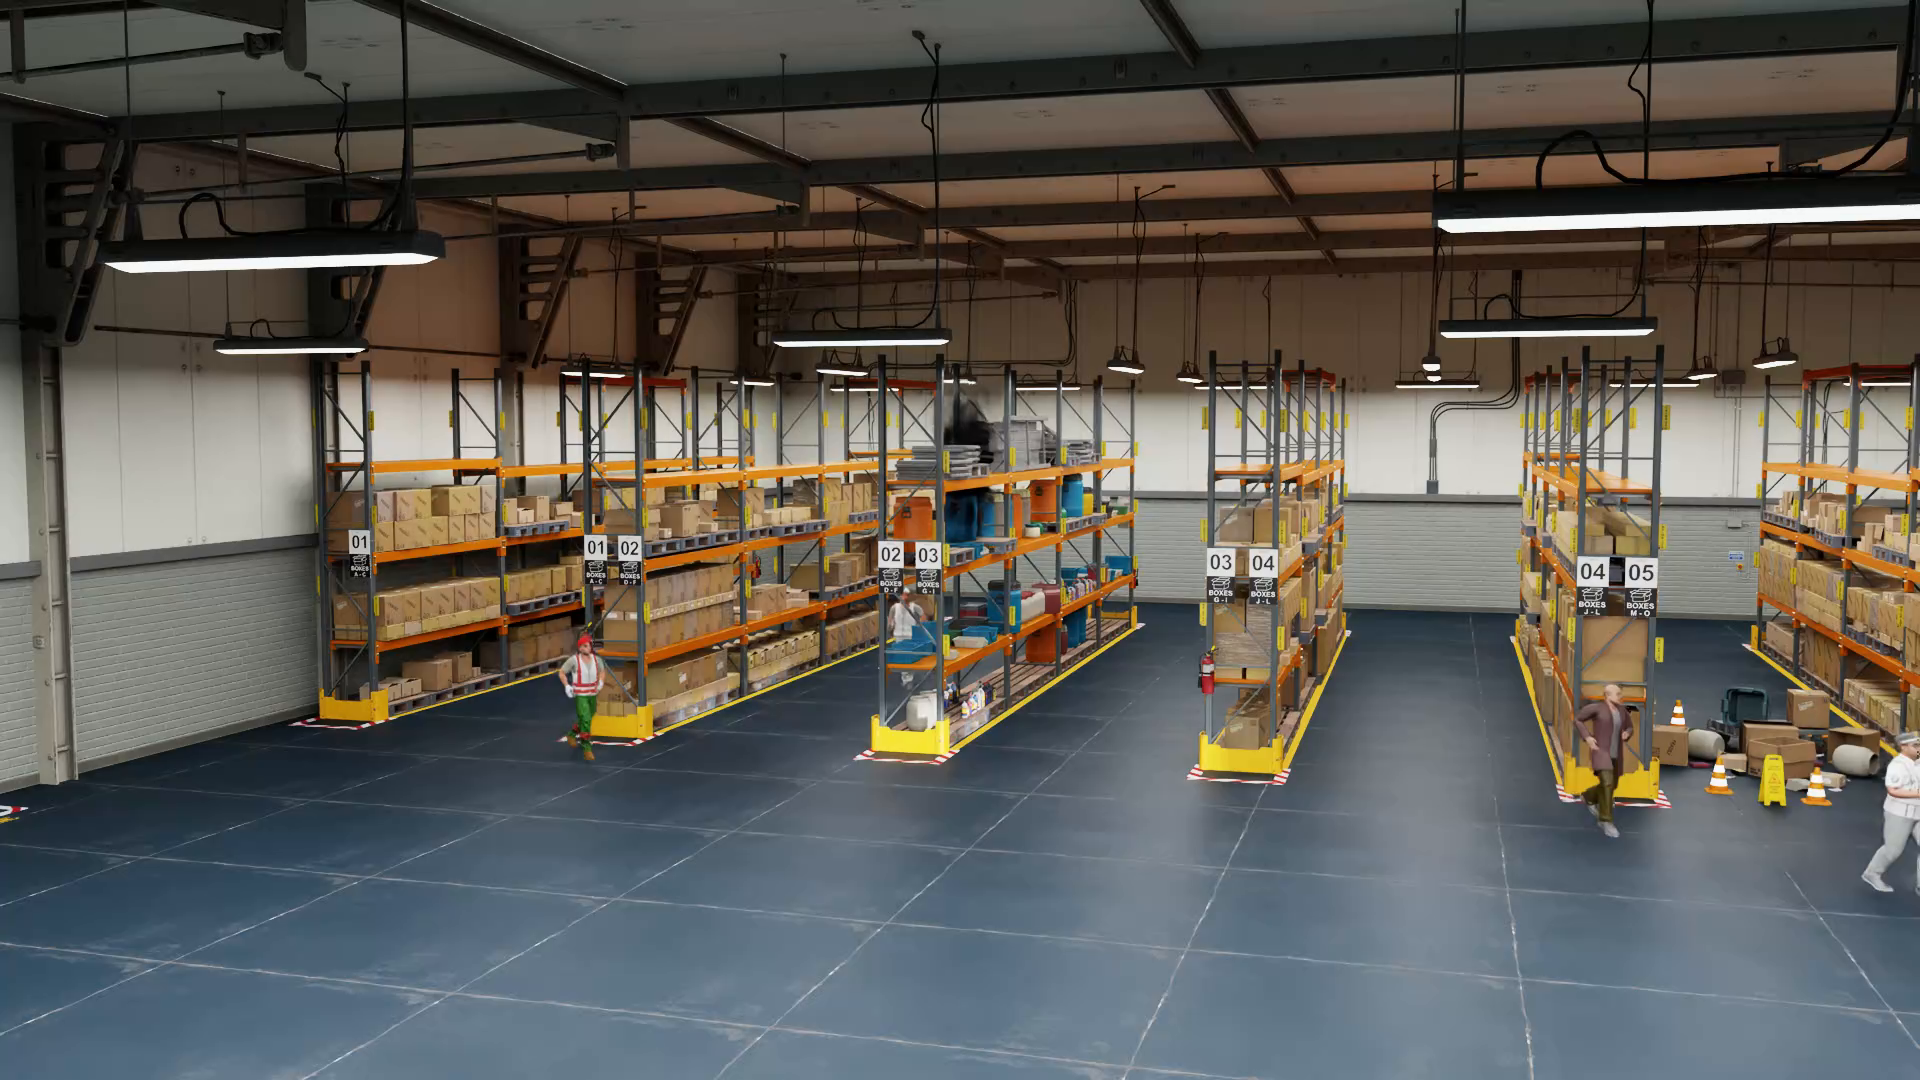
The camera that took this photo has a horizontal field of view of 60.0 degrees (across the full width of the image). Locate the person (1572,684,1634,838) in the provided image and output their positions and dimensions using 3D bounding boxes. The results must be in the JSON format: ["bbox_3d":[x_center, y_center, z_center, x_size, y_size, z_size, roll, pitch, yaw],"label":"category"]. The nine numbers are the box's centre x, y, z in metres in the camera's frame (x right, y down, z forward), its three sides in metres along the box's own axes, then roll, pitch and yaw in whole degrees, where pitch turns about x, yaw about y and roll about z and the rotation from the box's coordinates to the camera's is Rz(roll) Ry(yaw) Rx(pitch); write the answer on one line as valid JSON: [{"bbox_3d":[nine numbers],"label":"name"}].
[{"bbox_3d":[8.006,2.664,20.527,0.720,1.771,1.050,-1,4,-19],"label":"person"}]

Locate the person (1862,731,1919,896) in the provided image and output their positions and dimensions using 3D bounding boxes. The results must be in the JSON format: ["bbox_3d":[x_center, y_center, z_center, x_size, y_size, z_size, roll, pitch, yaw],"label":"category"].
[{"bbox_3d":[9.847,2.889,17.329,0.643,1.852,0.819,-2,5,-26],"label":"person"}]

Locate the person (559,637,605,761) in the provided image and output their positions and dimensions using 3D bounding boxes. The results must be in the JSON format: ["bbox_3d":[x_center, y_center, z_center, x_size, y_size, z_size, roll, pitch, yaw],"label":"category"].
[{"bbox_3d":[-5.620,2.331,24.854,0.674,1.803,0.886,-4,6,-44],"label":"person"}]

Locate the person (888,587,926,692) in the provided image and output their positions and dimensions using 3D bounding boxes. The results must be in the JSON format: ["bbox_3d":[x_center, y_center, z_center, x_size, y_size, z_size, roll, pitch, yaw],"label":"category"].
[{"bbox_3d":[-0.969,1.755,29.237,0.634,1.842,0.639,1,4,11],"label":"person"}]
